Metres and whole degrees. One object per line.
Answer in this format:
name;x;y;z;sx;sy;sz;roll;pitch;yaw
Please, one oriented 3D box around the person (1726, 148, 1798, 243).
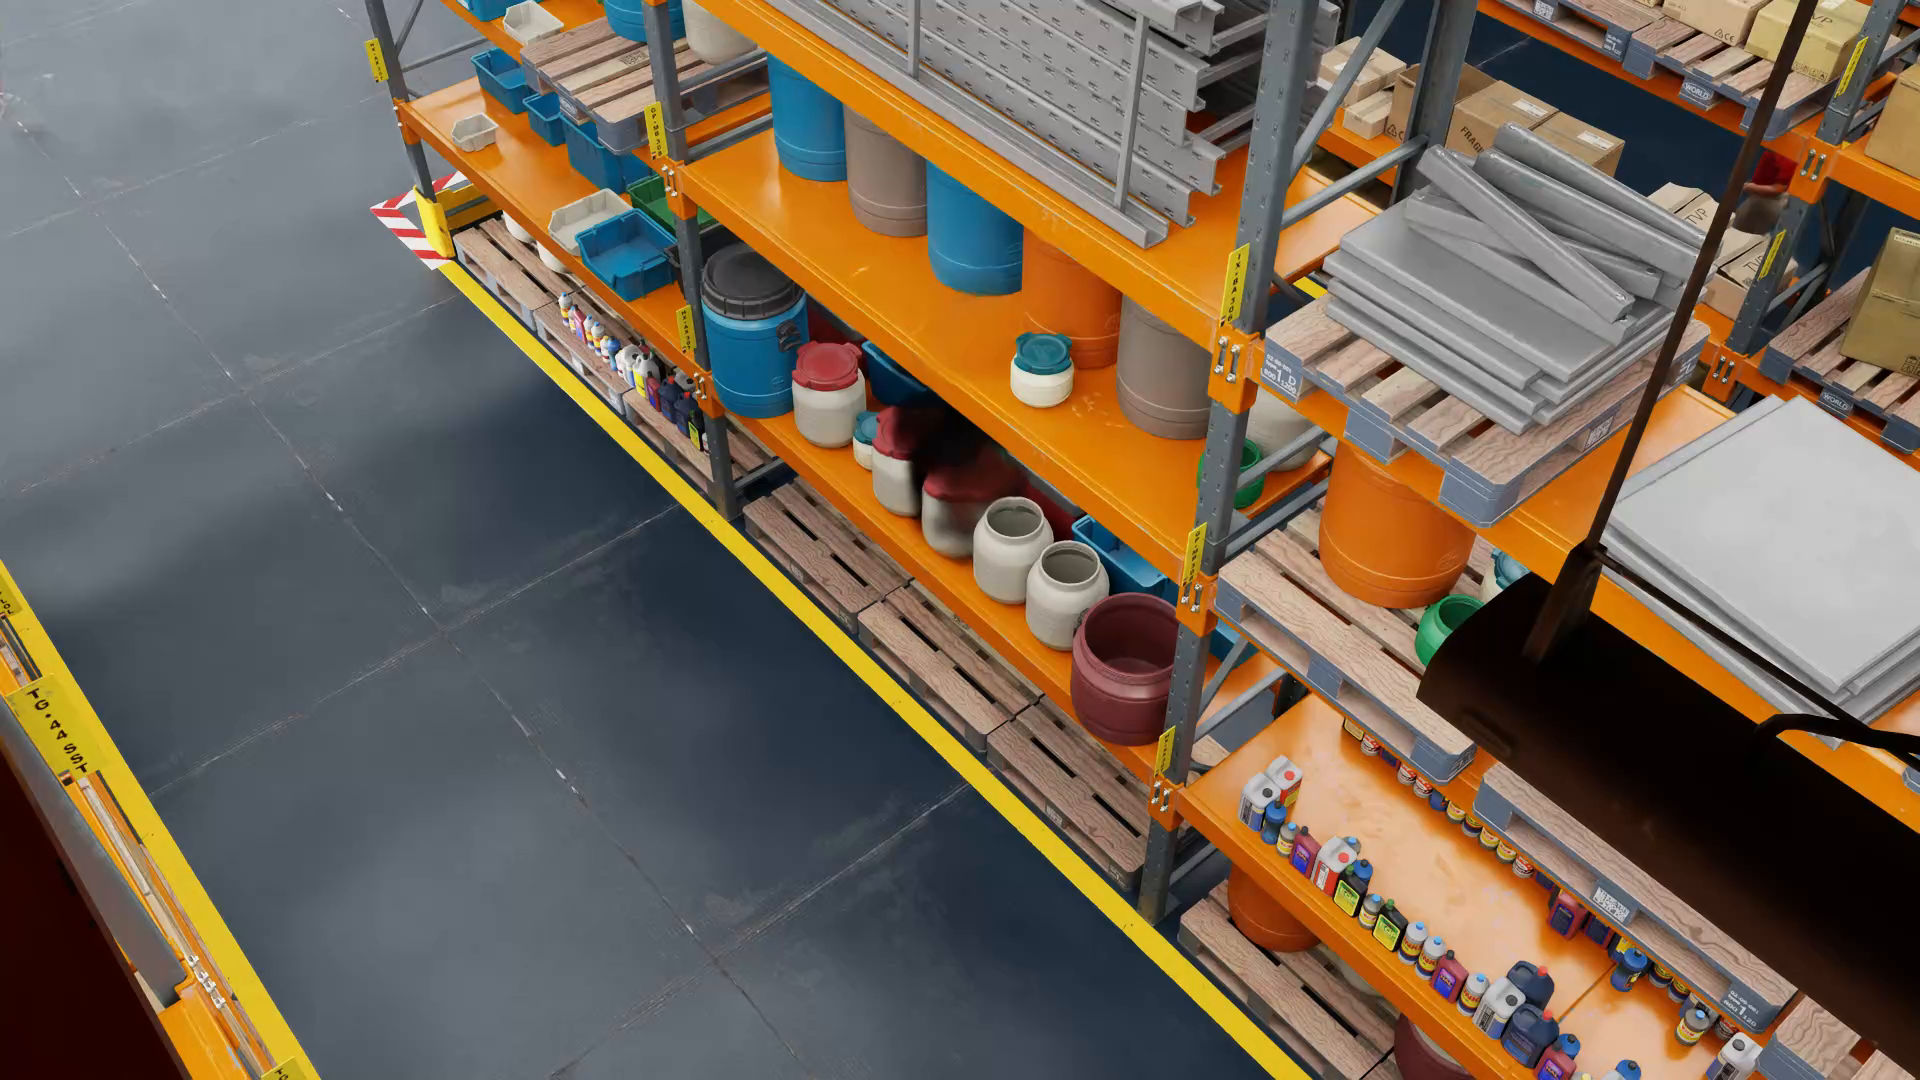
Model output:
person;5.948;-2.493;12.188;0.595;1.679;0.644;36;56;29
